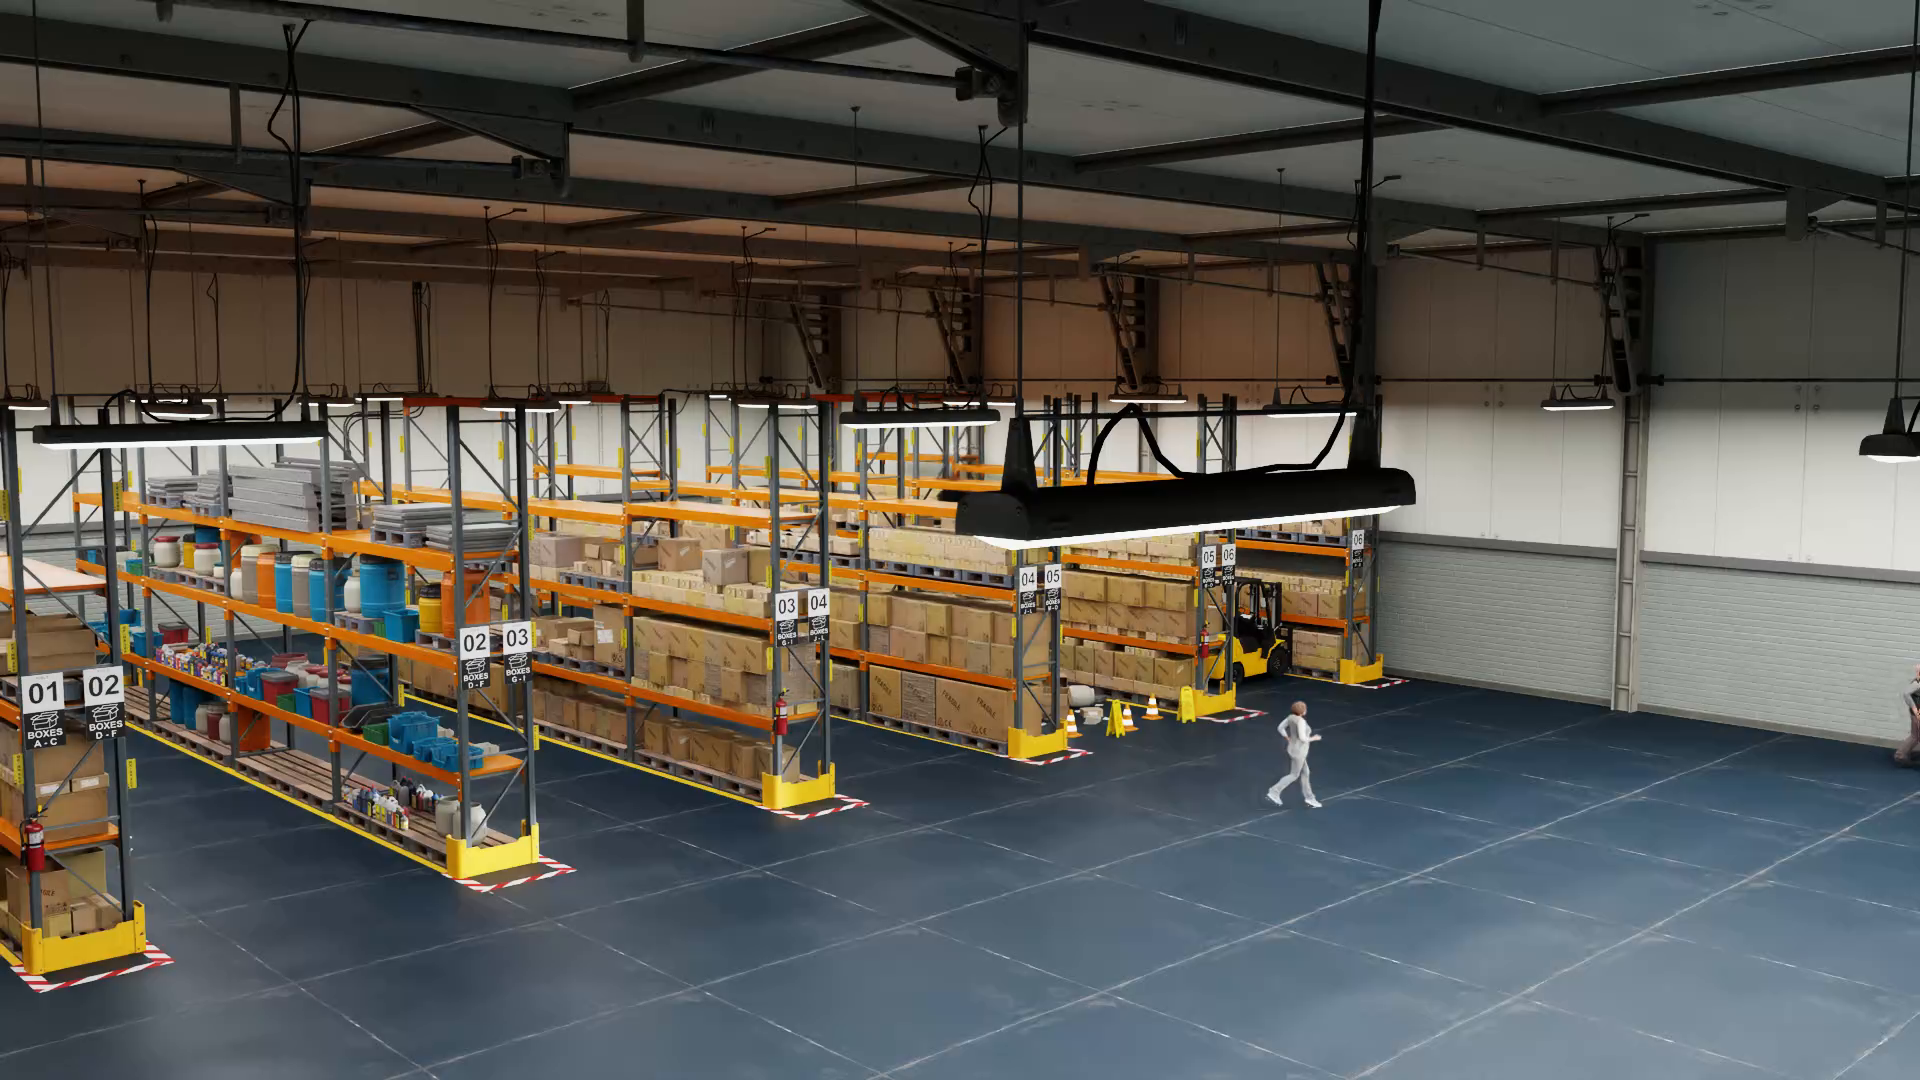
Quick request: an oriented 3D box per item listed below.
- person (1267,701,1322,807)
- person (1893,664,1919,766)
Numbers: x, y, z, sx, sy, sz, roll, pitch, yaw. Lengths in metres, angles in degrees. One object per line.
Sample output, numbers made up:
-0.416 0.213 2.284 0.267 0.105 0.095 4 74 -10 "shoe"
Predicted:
4.938 3.162 24.448 0.863 1.615 0.534 -1 6 -7 "person"
15.567 2.882 26.922 0.731 1.766 0.627 3 6 30 "person"
